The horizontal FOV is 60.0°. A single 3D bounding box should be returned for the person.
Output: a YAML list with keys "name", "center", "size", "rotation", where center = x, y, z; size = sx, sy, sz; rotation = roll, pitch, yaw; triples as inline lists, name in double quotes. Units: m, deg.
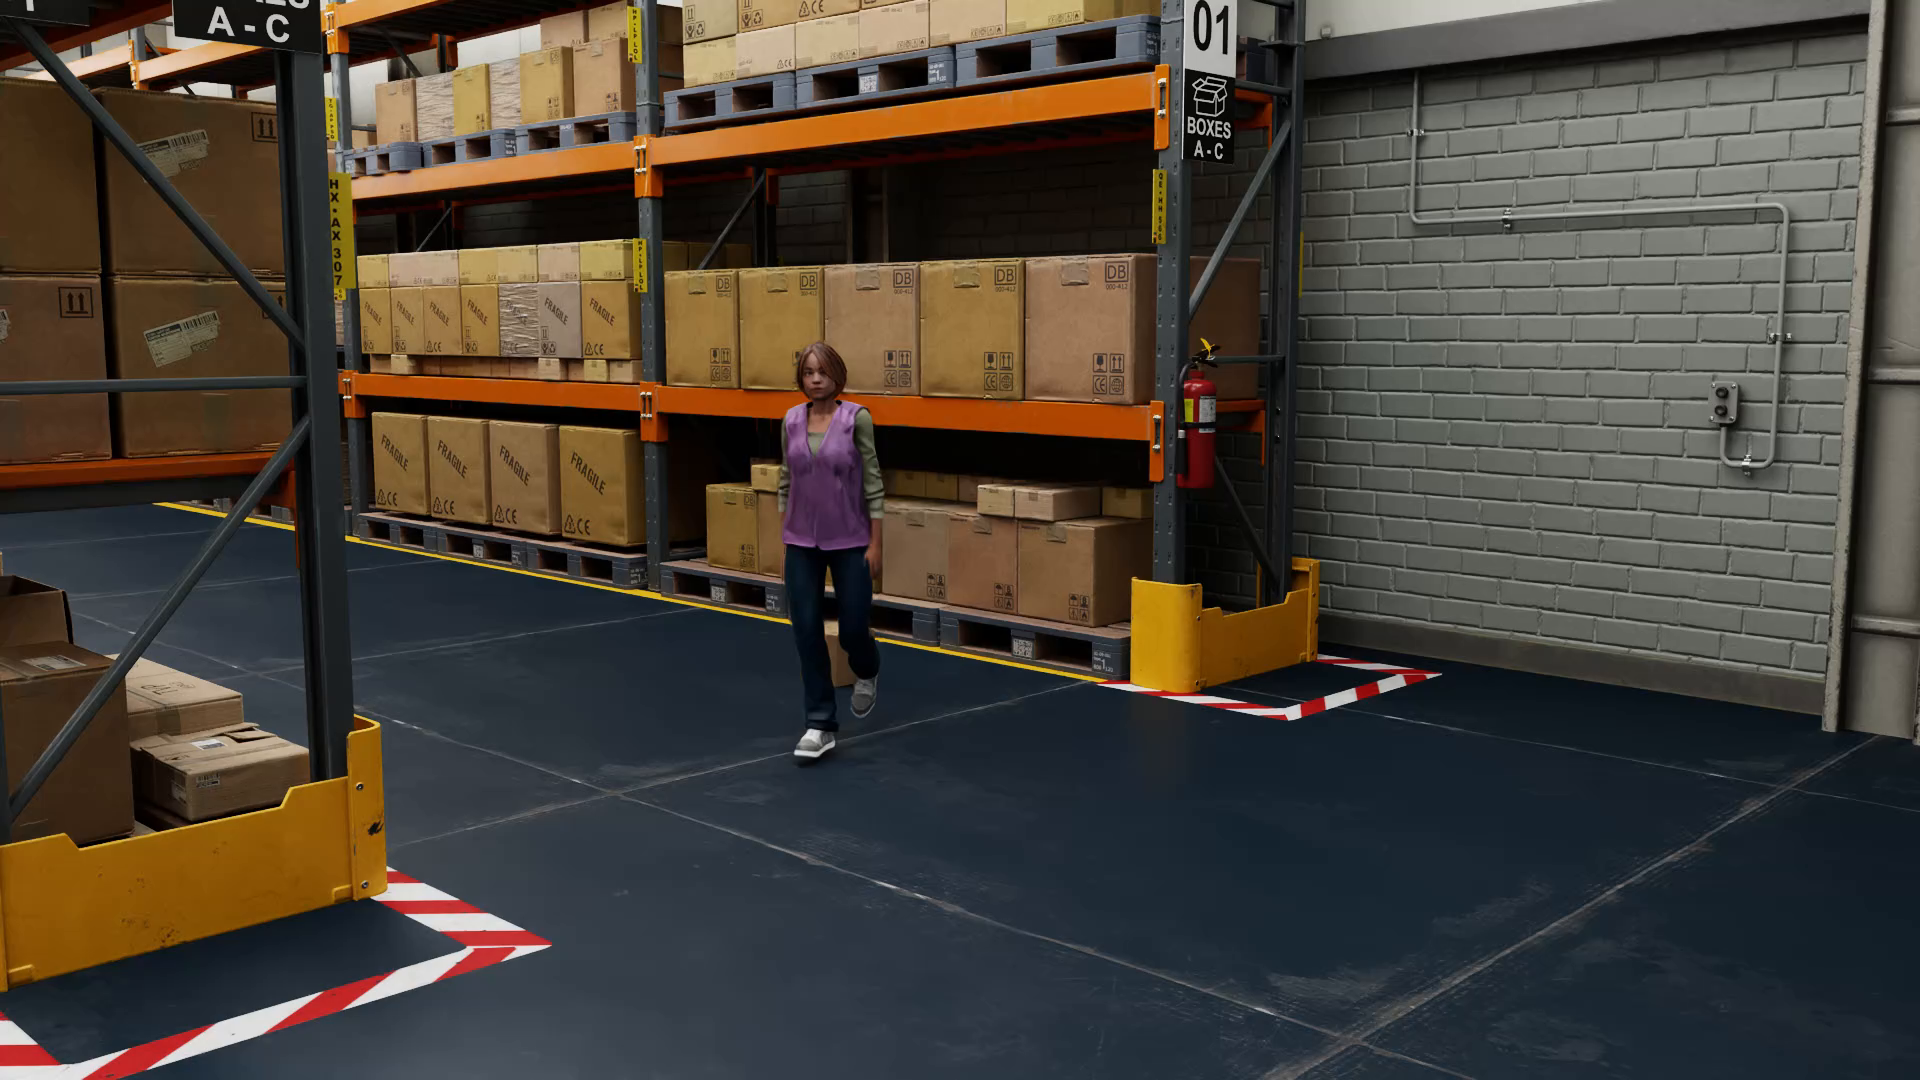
- name: "person"
  center: [-0.485, 0.023, 6.495]
  size: [0.425, 1.575, 0.629]
  rotation: [2, 7, 12]
